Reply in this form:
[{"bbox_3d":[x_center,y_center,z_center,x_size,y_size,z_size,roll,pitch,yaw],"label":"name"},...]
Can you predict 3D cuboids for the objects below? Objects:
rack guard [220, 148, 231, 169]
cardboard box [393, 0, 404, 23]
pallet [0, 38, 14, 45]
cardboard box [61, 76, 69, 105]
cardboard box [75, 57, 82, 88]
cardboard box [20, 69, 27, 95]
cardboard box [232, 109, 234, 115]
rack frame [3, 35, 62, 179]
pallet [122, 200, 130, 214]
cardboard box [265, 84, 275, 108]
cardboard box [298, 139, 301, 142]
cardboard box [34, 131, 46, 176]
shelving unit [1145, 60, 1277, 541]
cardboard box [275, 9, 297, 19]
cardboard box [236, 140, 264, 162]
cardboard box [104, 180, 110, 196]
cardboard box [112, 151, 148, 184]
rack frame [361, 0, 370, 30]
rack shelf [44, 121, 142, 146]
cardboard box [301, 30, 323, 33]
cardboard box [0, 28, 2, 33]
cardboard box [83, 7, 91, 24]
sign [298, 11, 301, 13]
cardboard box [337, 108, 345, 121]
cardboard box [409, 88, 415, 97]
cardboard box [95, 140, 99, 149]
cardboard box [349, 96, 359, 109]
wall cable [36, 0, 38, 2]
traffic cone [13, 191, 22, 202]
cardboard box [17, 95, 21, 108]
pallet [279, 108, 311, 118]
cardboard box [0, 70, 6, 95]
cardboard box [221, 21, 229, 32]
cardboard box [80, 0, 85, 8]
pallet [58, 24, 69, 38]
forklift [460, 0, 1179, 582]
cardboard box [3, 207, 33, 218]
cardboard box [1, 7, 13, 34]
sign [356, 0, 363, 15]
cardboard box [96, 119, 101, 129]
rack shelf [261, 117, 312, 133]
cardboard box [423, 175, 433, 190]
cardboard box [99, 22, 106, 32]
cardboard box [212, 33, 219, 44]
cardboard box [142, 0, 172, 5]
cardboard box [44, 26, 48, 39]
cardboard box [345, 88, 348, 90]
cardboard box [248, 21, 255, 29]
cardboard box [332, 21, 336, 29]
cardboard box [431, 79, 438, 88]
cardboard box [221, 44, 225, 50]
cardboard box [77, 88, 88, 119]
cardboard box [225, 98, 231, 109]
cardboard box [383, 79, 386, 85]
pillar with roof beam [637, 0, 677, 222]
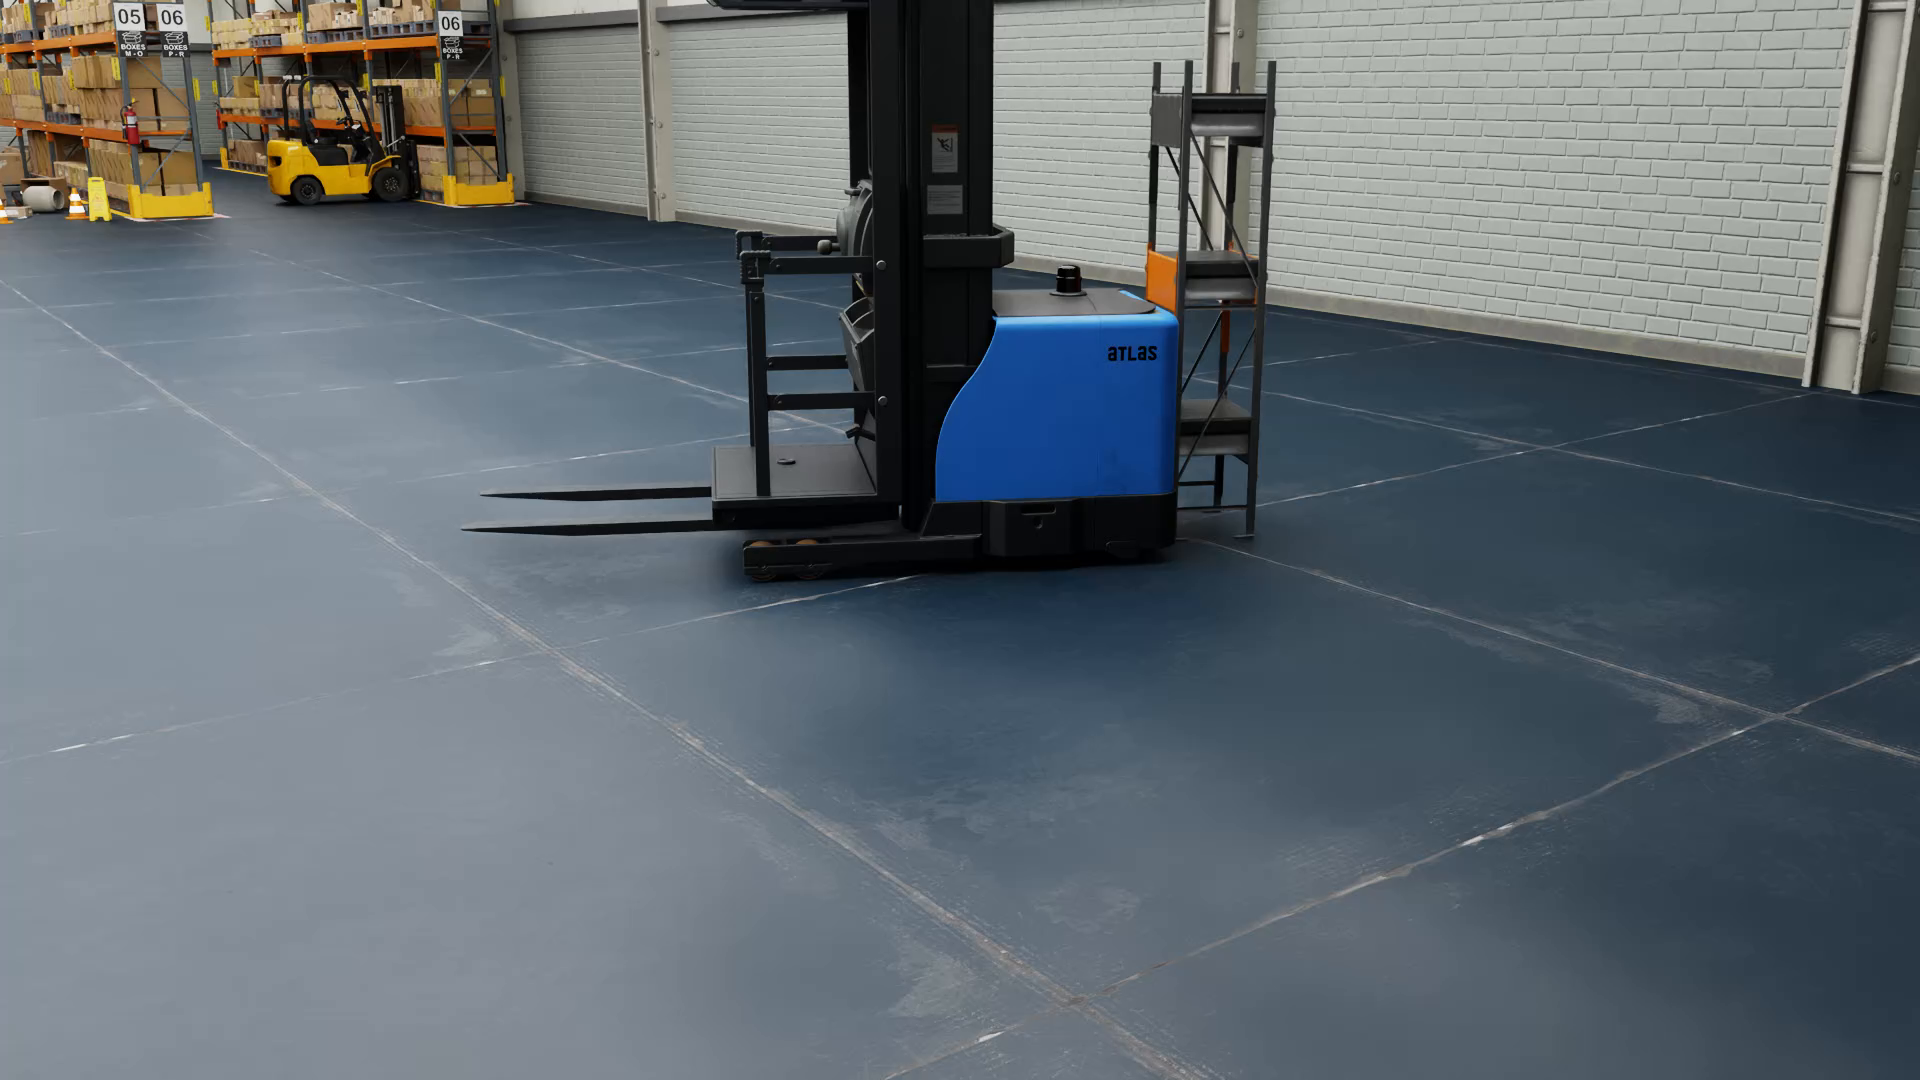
[{"bbox_3d":[-17.758,-9.521,41.416,1.175,0.500,0.348,-11,19,-35],"label":"rack guard"},{"bbox_3d":[-9.687,-9.496,29.725,0.797,0.503,0.637,-10,18,-33],"label":"cardboard box"},{"bbox_3d":[-20.649,-10.958,36.417,1.003,0.211,1.213,-11,19,-35],"label":"pallet"},{"bbox_3d":[-15.808,-8.083,29.879,0.500,0.500,0.500,-10,18,-33],"label":"cardboard box"},{"bbox_3d":[-14.394,-7.843,27.903,0.700,0.500,0.500,-11,19,-34],"label":"cardboard box"},{"bbox_3d":[-18.514,-9.188,33.381,0.500,0.500,0.500,-11,19,-35],"label":"cardboard box"},{"bbox_3d":[-17.362,-10.348,40.177,0.380,0.149,0.250,-10,18,-33],"label":"cardboard box"},{"bbox_3d":[-19.463,-9.118,35.206,1.000,3.000,0.127,-11,19,-35],"label":"rack frame"},{"bbox_3d":[-12.902,-5.405,26.925,1.003,0.211,1.213,-11,19,-35],"label":"pallet"},{"bbox_3d":[-15.043,-9.891,37.047,0.700,0.500,0.500,-11,19,-34],"label":"cardboard box"},{"bbox_3d":[-14.164,-8.644,36.186,0.380,0.149,0.250,-11,19,-35],"label":"cardboard box"},{"bbox_3d":[-18.497,-7.984,34.293,0.875,0.875,0.875,-10,18,-33],"label":"cardboard box"},{"bbox_3d":[1.105,-1.079,7.540,0.431,2.100,0.503,-2,16,-9],"label":"shelving unit"},{"bbox_3d":[-15.033,-11.702,37.112,0.396,0.266,0.258,-11,19,-35],"label":"cardboard box"},{"bbox_3d":[-17.048,-9.406,40.200,0.700,0.500,0.500,-10,18,-32],"label":"cardboard box"},{"bbox_3d":[-13.994,-5.893,27.837,0.500,0.250,0.500,-11,19,-35],"label":"cardboard box"},{"bbox_3d":[-13.399,-6.035,26.935,0.500,0.500,0.500,-10,18,-33],"label":"cardboard box"},{"bbox_3d":[-10.747,-11.074,30.991,1.000,3.000,0.127,-11,19,-35],"label":"rack frame"},{"bbox_3d":[-15.936,-7.489,30.620,1.077,0.370,4.000,-11,19,-35],"label":"rack shelf"},{"bbox_3d":[-13.502,-10.640,34.615,0.380,0.149,0.250,-10,18,-33],"label":"cardboard box"},{"bbox_3d":[-20.098,-10.837,35.076,0.396,0.266,0.258,-10,18,-33],"label":"cardboard box"},{"bbox_3d":[-13.829,-8.466,26.863,0.500,0.250,0.500,-11,19,-34],"label":"cardboard box"},{"bbox_3d":[-15.004,-11.862,37.826,0.100,0.325,0.005,-11,19,-35],"label":"sign"},{"bbox_3d":[-12.132,-8.502,33.240,0.500,0.250,0.500,-10,18,-33],"label":"cardboard box"},{"bbox_3d":[-9.599,-7.988,29.662,0.380,0.149,0.250,-11,19,-34],"label":"cardboard box"},{"bbox_3d":[-14.303,-6.647,27.943,0.380,0.149,0.250,-10,18,-32],"label":"cardboard box"},{"bbox_3d":[-11.551,-8.523,32.372,0.500,0.250,0.500,-11,19,-36],"label":"cardboard box"},{"bbox_3d":[-24.778,-14.152,42.238,2.355,3.000,0.029,-11,19,-35],"label":"wall cable"},{"bbox_3d":[-16.621,-6.233,29.473,0.336,0.463,0.334,-11,19,-35],"label":"traffic cone"},{"bbox_3d":[-19.104,-9.042,34.266,0.500,0.250,0.500,-11,18,-34],"label":"cardboard box"},{"bbox_3d":[-14.246,-9.357,36.444,1.003,0.211,1.213,-11,19,-35],"label":"pallet"},{"bbox_3d":[-20.256,-9.816,35.673,0.500,0.500,0.500,-11,19,-35],"label":"cardboard box"},{"bbox_3d":[-17.154,-12.152,39.383,0.500,0.250,0.500,-11,19,-35],"label":"cardboard box"},{"bbox_3d":[-14.194,-8.787,27.284,0.380,0.149,0.250,-12,19,-36],"label":"cardboard box"},{"bbox_3d":[-15.036,-8.914,29.136,1.213,0.211,1.003,-11,19,-35],"label":"pallet"},{"bbox_3d":[-0.624,-1.389,7.100,3.031,2.935,1.130,-2,15,-8],"label":"forklift"},{"bbox_3d":[-14.812,-5.146,26.097,0.380,0.149,0.250,-2,15,-6],"label":"cardboard box"},{"bbox_3d":[-19.180,-10.582,33.890,0.500,0.500,0.500,-11,19,-36],"label":"cardboard box"},{"bbox_3d":[-11.180,-9.942,30.962,0.100,0.325,0.005,-11,19,-35],"label":"sign"},{"bbox_3d":[-14.089,-6.896,27.567,0.380,0.149,0.250,-11,19,-34],"label":"cardboard box"},{"bbox_3d":[-14.275,-9.115,36.559,1.077,0.370,4.000,-11,19,-35],"label":"rack shelf"},{"bbox_3d":[-9.211,-6.362,29.550,0.500,0.250,0.500,-11,19,-35],"label":"cardboard box"},{"bbox_3d":[-13.425,-8.134,26.406,0.380,0.149,0.250,-11,19,-35],"label":"cardboard box"},{"bbox_3d":[-17.763,-12.124,40.228,0.500,0.250,0.500,-11,19,-35],"label":"cardboard box"},{"bbox_3d":[-12.452,-8.373,25.769,0.380,0.149,0.250,-11,19,-35],"label":"cardboard box"},{"bbox_3d":[-16.914,-9.497,31.166,0.396,0.266,0.258,-11,19,-35],"label":"cardboard box"},{"bbox_3d":[-11.903,-8.848,32.805,0.380,0.149,0.250,-11,19,-34],"label":"cardboard box"},{"bbox_3d":[-15.630,-11.477,37.072,0.380,0.149,0.250,-10,18,-33],"label":"cardboard box"},{"bbox_3d":[-12.092,-10.109,32.639,0.380,0.149,0.250,-11,19,-35],"label":"cardboard box"},{"bbox_3d":[-8.946,-7.923,28.859,0.380,0.149,0.250,-11,19,-34],"label":"cardboard box"},{"bbox_3d":[-17.427,-11.786,39.749,0.380,0.149,0.250,-10,18,-33],"label":"cardboard box"},{"bbox_3d":[-14.726,-7.464,28.411,0.500,0.500,0.500,-11,19,-35],"label":"cardboard box"},{"bbox_3d":[-17.457,-10.568,40.226,0.500,0.250,0.500,-11,19,-34],"label":"cardboard box"},{"bbox_3d":[-10.558,-8.532,31.085,0.380,0.149,0.250,-11,19,-34],"label":"cardboard box"},{"bbox_3d":[-8.030,-8.559,21.802,9.100,9.000,0.400,-11,19,-35],"label":"pillar with roof beam"}]
